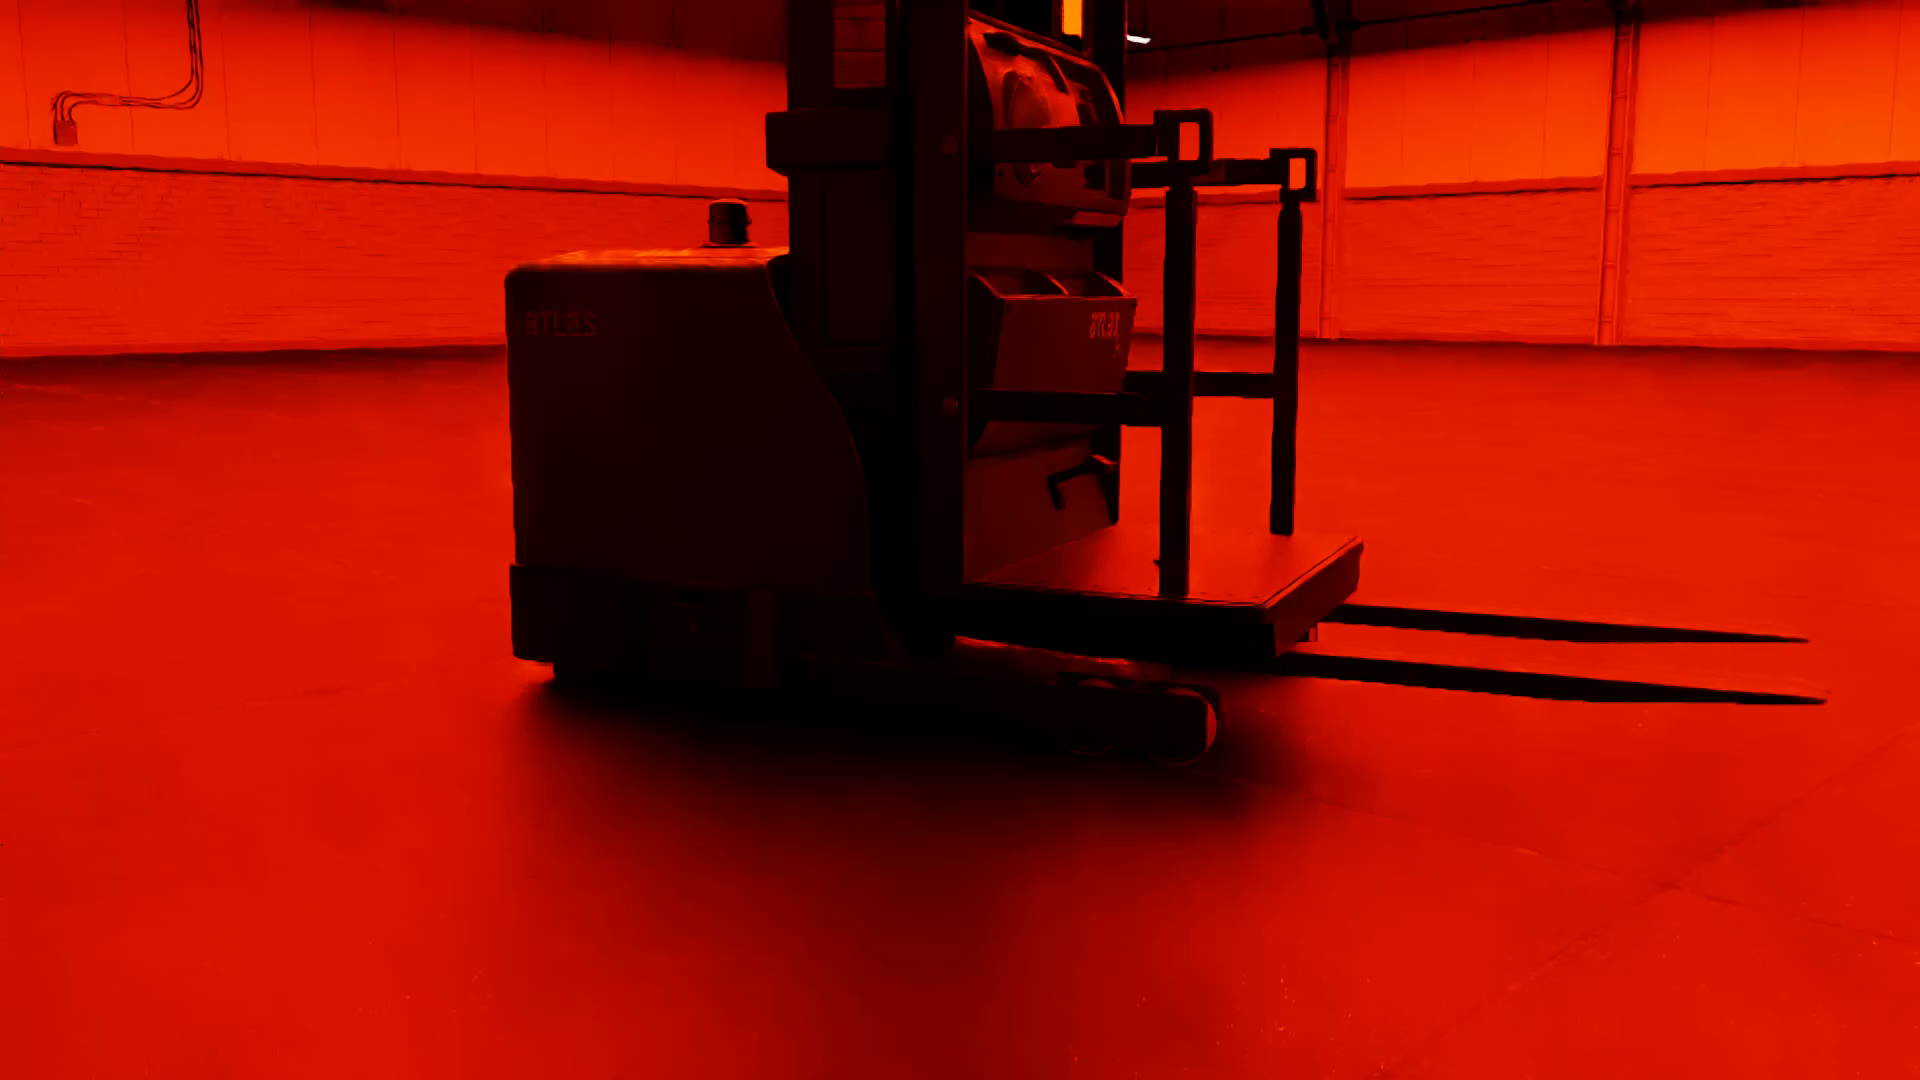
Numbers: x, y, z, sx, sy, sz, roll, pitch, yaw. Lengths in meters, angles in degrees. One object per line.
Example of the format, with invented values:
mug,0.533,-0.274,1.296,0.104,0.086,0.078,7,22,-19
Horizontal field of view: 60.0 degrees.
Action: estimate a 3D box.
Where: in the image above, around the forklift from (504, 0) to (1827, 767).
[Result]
forklift,0.410,-1.059,3.905,3.031,2.935,1.130,4,9,24
